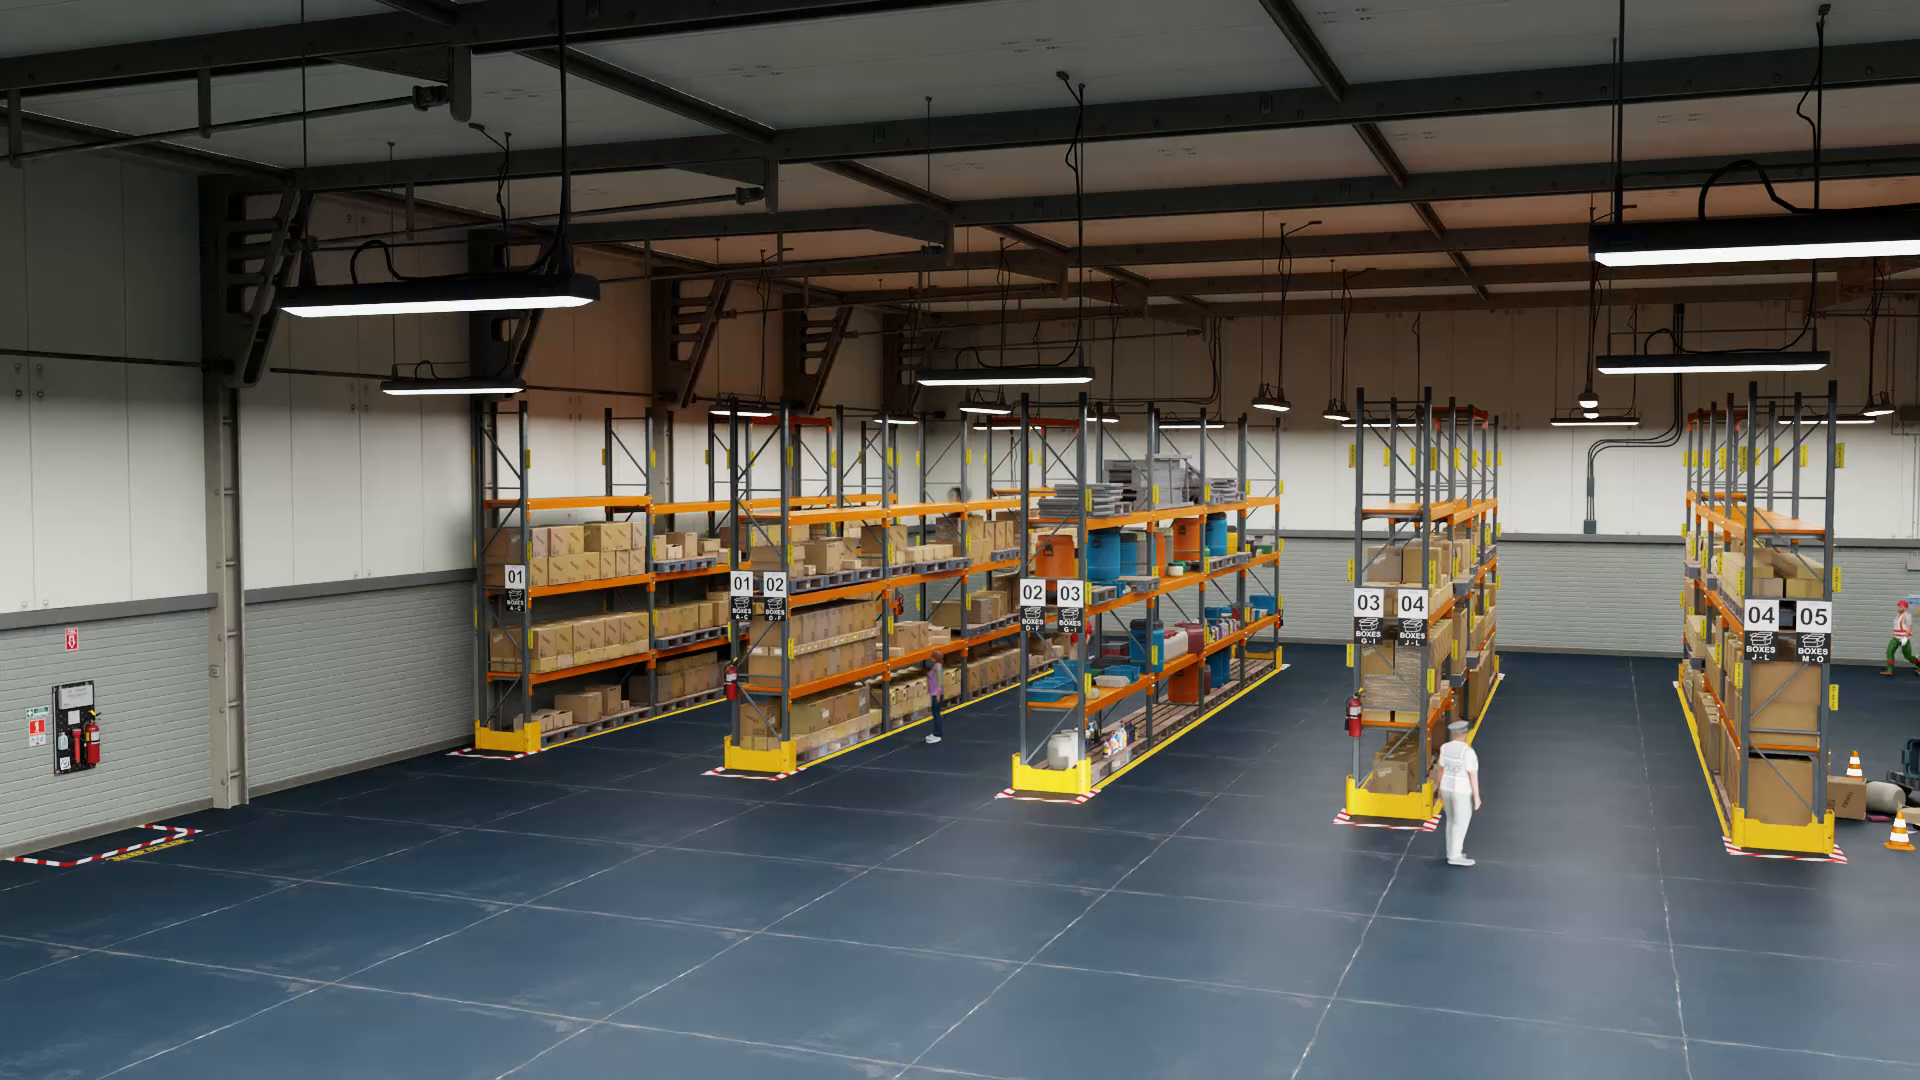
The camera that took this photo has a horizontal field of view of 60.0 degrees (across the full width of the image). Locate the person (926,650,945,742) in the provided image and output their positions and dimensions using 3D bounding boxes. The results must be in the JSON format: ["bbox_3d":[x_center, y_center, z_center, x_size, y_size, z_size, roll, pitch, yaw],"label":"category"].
[{"bbox_3d":[-0.452,2.765,29.543,0.351,1.615,0.445,0,3,-7],"label":"person"}]

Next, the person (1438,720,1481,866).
[{"bbox_3d":[6.235,3.125,20.590,0.543,1.777,0.600,-1,3,-26],"label":"person"}]

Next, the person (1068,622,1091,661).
[{"bbox_3d":[2.630,2.384,36.598,0.530,1.664,1.034,1,3,19],"label":"person"}]

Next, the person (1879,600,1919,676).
[{"bbox_3d":[21.728,2.264,38.330,0.988,1.744,0.613,0,3,-7],"label":"person"}]
